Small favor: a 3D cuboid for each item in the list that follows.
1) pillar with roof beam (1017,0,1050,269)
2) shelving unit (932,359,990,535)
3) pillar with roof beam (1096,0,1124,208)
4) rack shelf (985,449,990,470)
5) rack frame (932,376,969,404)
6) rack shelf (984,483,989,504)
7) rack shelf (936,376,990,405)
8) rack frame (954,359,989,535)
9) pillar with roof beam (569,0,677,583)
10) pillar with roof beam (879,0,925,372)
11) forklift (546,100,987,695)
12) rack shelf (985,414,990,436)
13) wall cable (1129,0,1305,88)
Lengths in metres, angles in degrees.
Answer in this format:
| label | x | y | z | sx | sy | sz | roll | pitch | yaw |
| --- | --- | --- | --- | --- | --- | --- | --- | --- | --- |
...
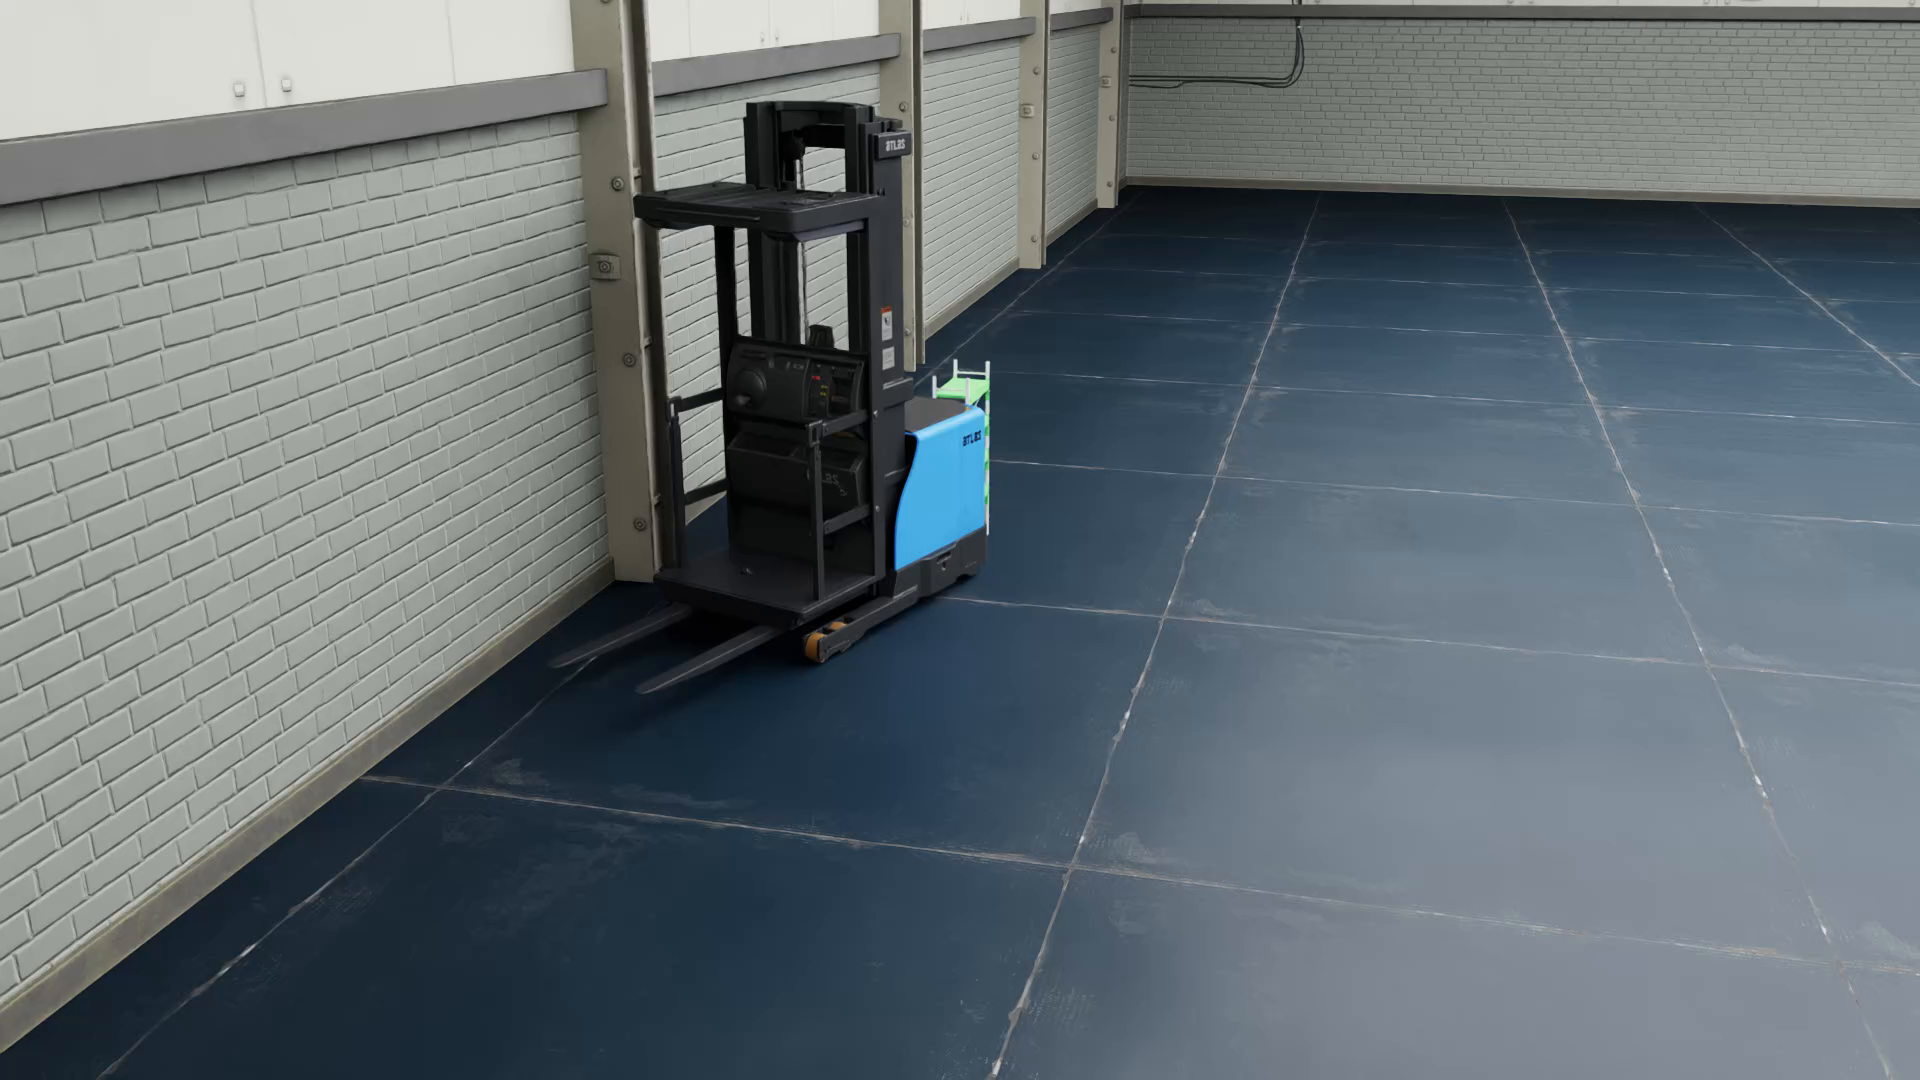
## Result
| label | x | y | z | sx | sy | sz | roll | pitch | yaw |
| --- | --- | --- | --- | --- | --- | --- | --- | --- | --- |
| pillar with roof beam | 5.101 | -7.484 | 19.175 | 9.100 | 9.000 | 0.400 | 5 | 19 | 13 |
| shelving unit | 0.009 | -0.536 | 10.901 | 0.258 | 1.200 | 0.503 | 5 | 20 | 15 |
| pillar with roof beam | 6.567 | -9.364 | 24.681 | 9.100 | 9.000 | 0.400 | 5 | 19 | 13 |
| rack shelf | 0.009 | -0.476 | 10.922 | 0.258 | 0.148 | 0.480 | 5 | 20 | 15 |
| rack frame | -0.058 | -0.460 | 10.679 | 0.240 | 1.200 | 0.015 | 5 | 20 | 15 |
| rack shelf | 0.009 | -0.249 | 10.999 | 0.258 | 0.148 | 0.480 | 5 | 20 | 15 |
| rack shelf | 0.009 | -0.930 | 10.767 | 0.258 | 0.148 | 0.480 | 5 | 20 | 15 |
| rack frame | 0.075 | -0.612 | 11.123 | 0.240 | 1.200 | 0.015 | 5 | 20 | 15 |
| pillar with roof beam | 2.169 | -3.722 | 8.164 | 9.100 | 9.000 | 0.400 | 5 | 19 | 13 |
| pillar with roof beam | 3.635 | -5.603 | 13.670 | 9.100 | 9.000 | 0.400 | 5 | 19 | 13 |
| forklift | -1.047 | -0.880 | 9.229 | 1.130 | 2.935 | 3.031 | 12 | 22 | 31 |
| rack shelf | 0.009 | -0.703 | 10.844 | 0.258 | 0.148 | 0.480 | 5 | 20 | 15 |
| wall cable | 4.395 | -9.054 | 28.576 | 3.097 | 2.526 | 0.112 | 5 | 19 | 13 |
